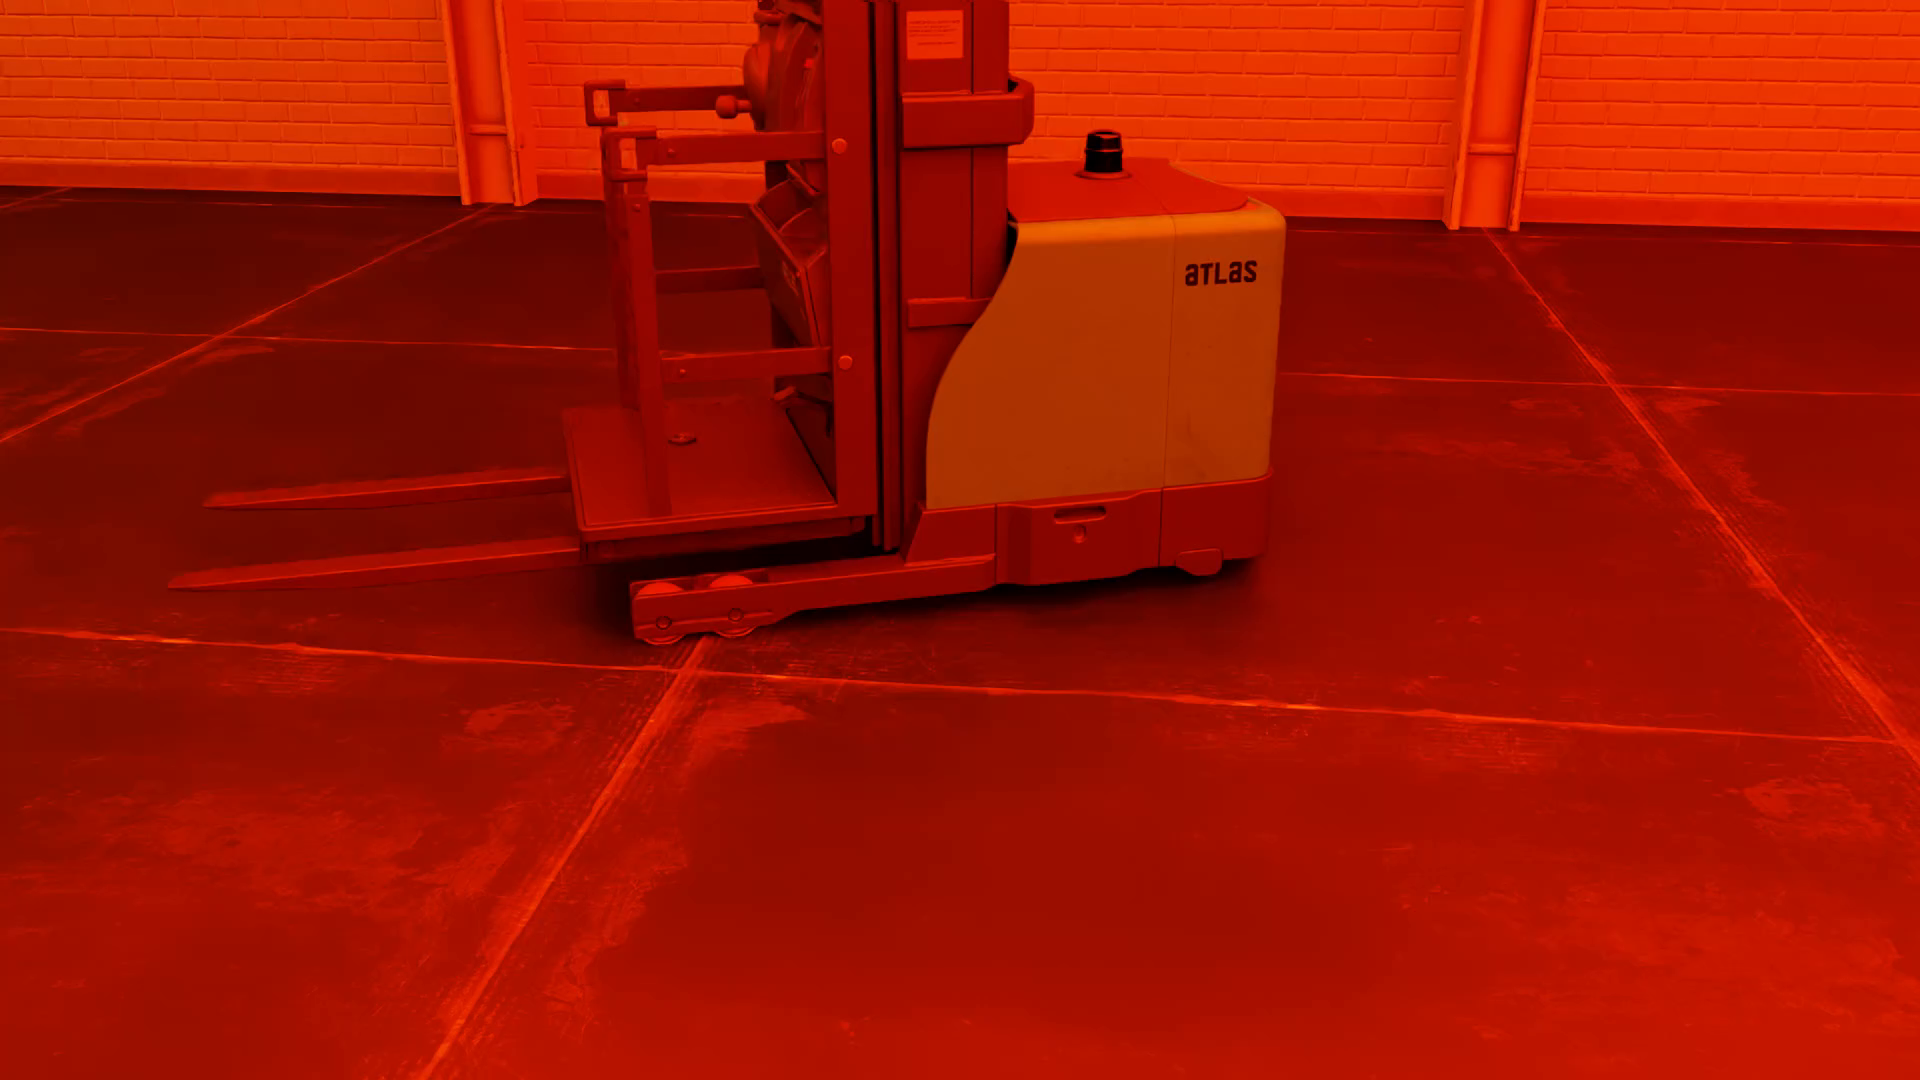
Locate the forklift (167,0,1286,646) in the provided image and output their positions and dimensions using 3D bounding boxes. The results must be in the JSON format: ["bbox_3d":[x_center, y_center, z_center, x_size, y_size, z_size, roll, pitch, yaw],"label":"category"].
[{"bbox_3d":[-0.661,-1.294,4.468,3.031,2.935,1.130,-6,23,-14],"label":"forklift"}]
